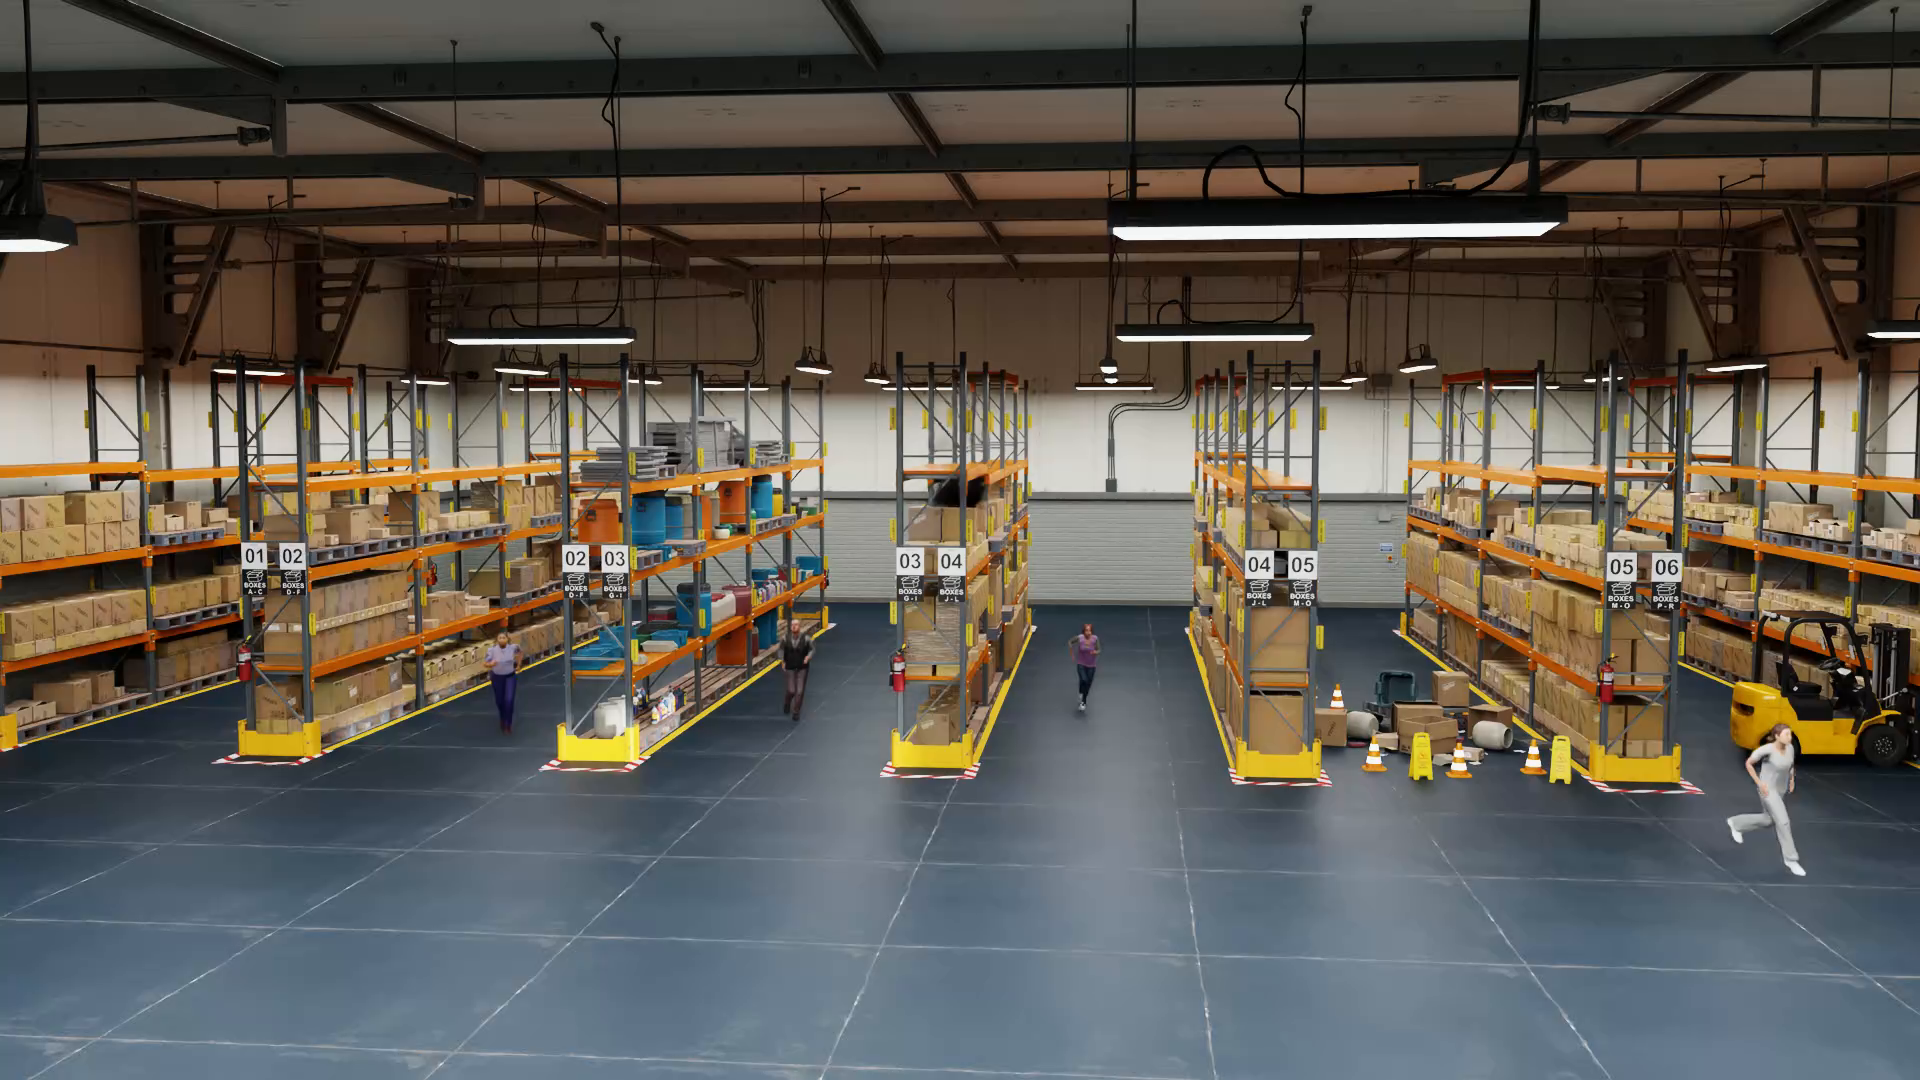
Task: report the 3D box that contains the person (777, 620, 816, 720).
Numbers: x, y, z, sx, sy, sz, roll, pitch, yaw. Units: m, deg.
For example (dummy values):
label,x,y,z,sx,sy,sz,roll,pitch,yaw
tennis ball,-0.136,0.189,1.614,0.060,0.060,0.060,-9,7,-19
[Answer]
label,x,y,z,sx,sy,sz,roll,pitch,yaw
person,-2.743,2.180,27.933,0.651,1.693,0.607,0,4,-5

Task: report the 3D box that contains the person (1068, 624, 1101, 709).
label,x,y,z,sx,sy,sz,roll,pitch,yaw
person,2.167,2.200,28.783,0.524,1.509,0.744,-1,4,-7

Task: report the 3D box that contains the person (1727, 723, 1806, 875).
label,x,y,z,sx,sy,sz,roll,pitch,yaw
person,9.128,2.858,18.806,0.565,1.660,1.058,-2,4,-24

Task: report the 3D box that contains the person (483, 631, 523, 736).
label,x,y,z,sx,sy,sz,roll,pitch,yaw
person,-7.365,2.305,26.844,0.609,1.711,0.879,-1,4,-11

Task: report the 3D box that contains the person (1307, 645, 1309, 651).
label,x,y,z,sx,sy,sz,roll,pitch,yaw
person,7.308,1.718,35.291,0.574,1.638,0.937,0,4,-1
